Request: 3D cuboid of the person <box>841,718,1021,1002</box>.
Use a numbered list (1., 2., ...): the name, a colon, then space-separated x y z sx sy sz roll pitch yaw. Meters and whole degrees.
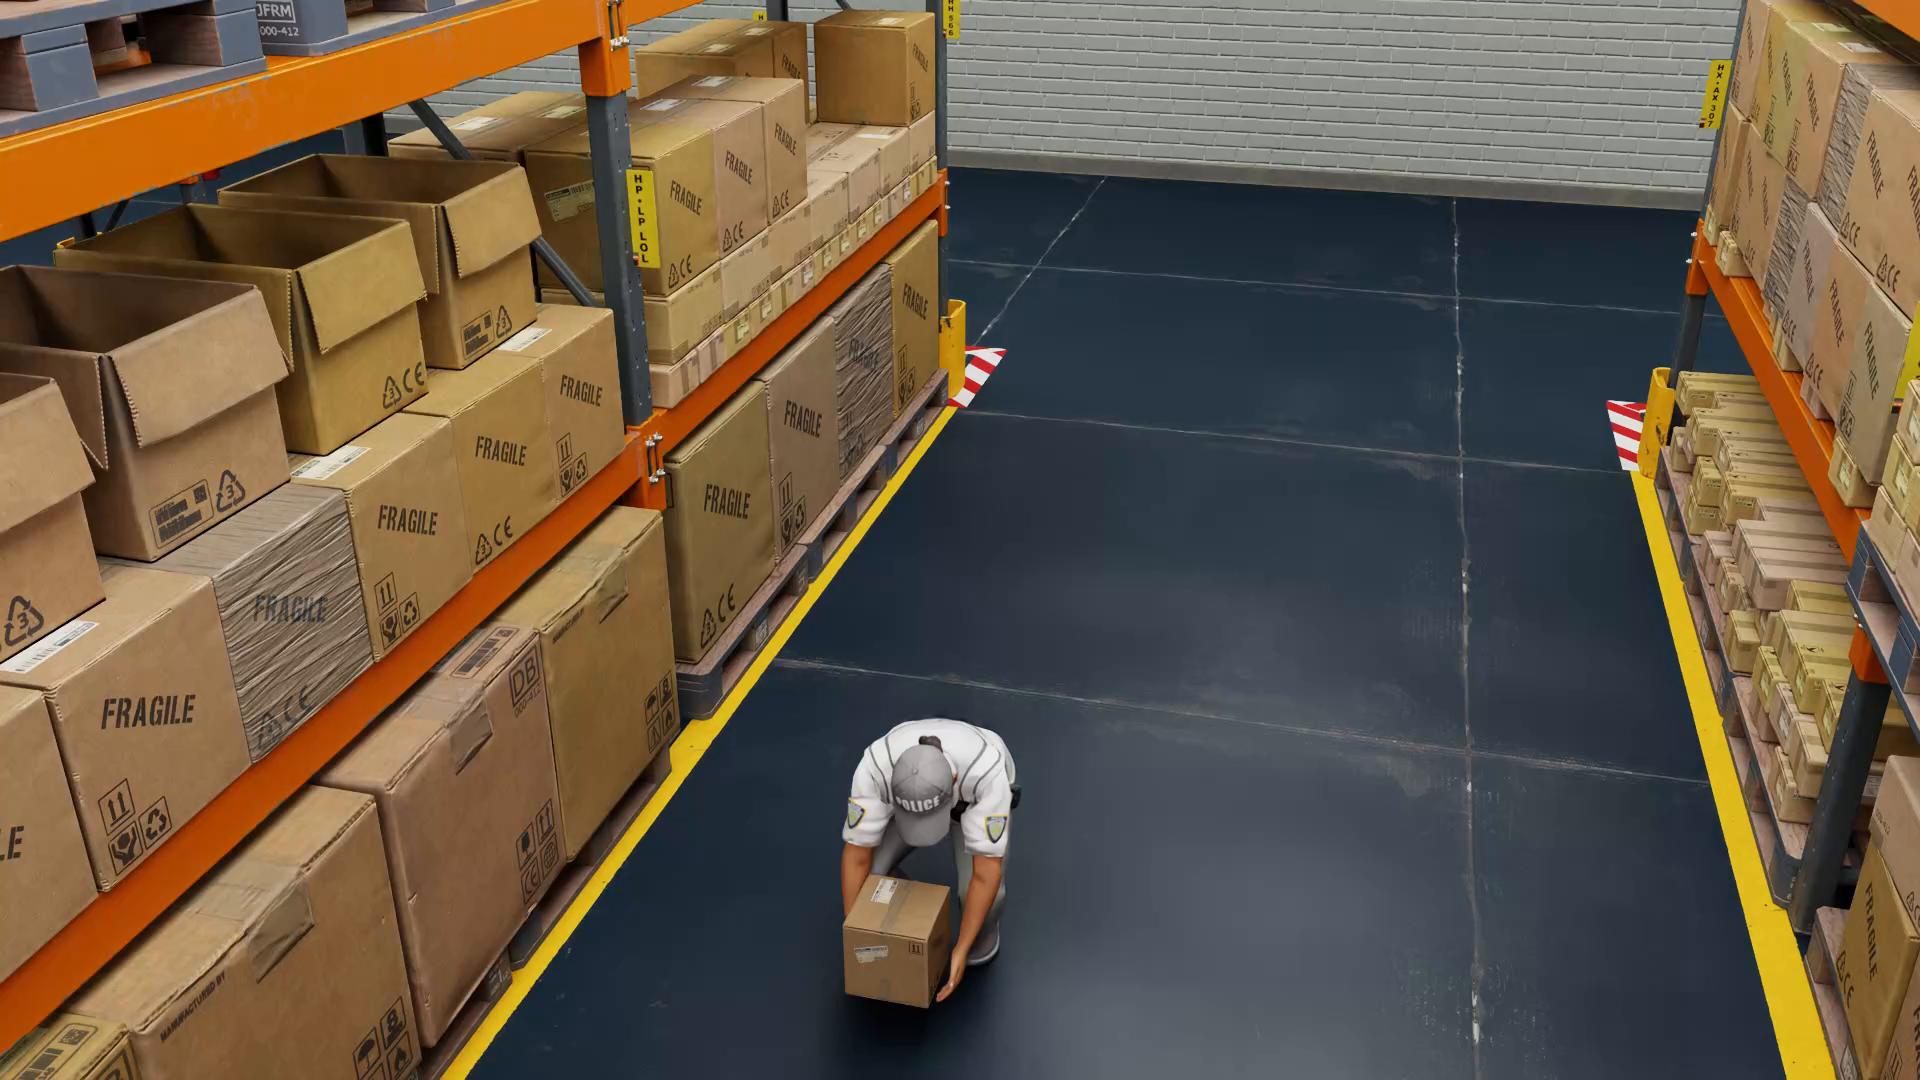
1. person: -0.075 0.887 5.087 0.518 0.950 0.852 6 26 13
